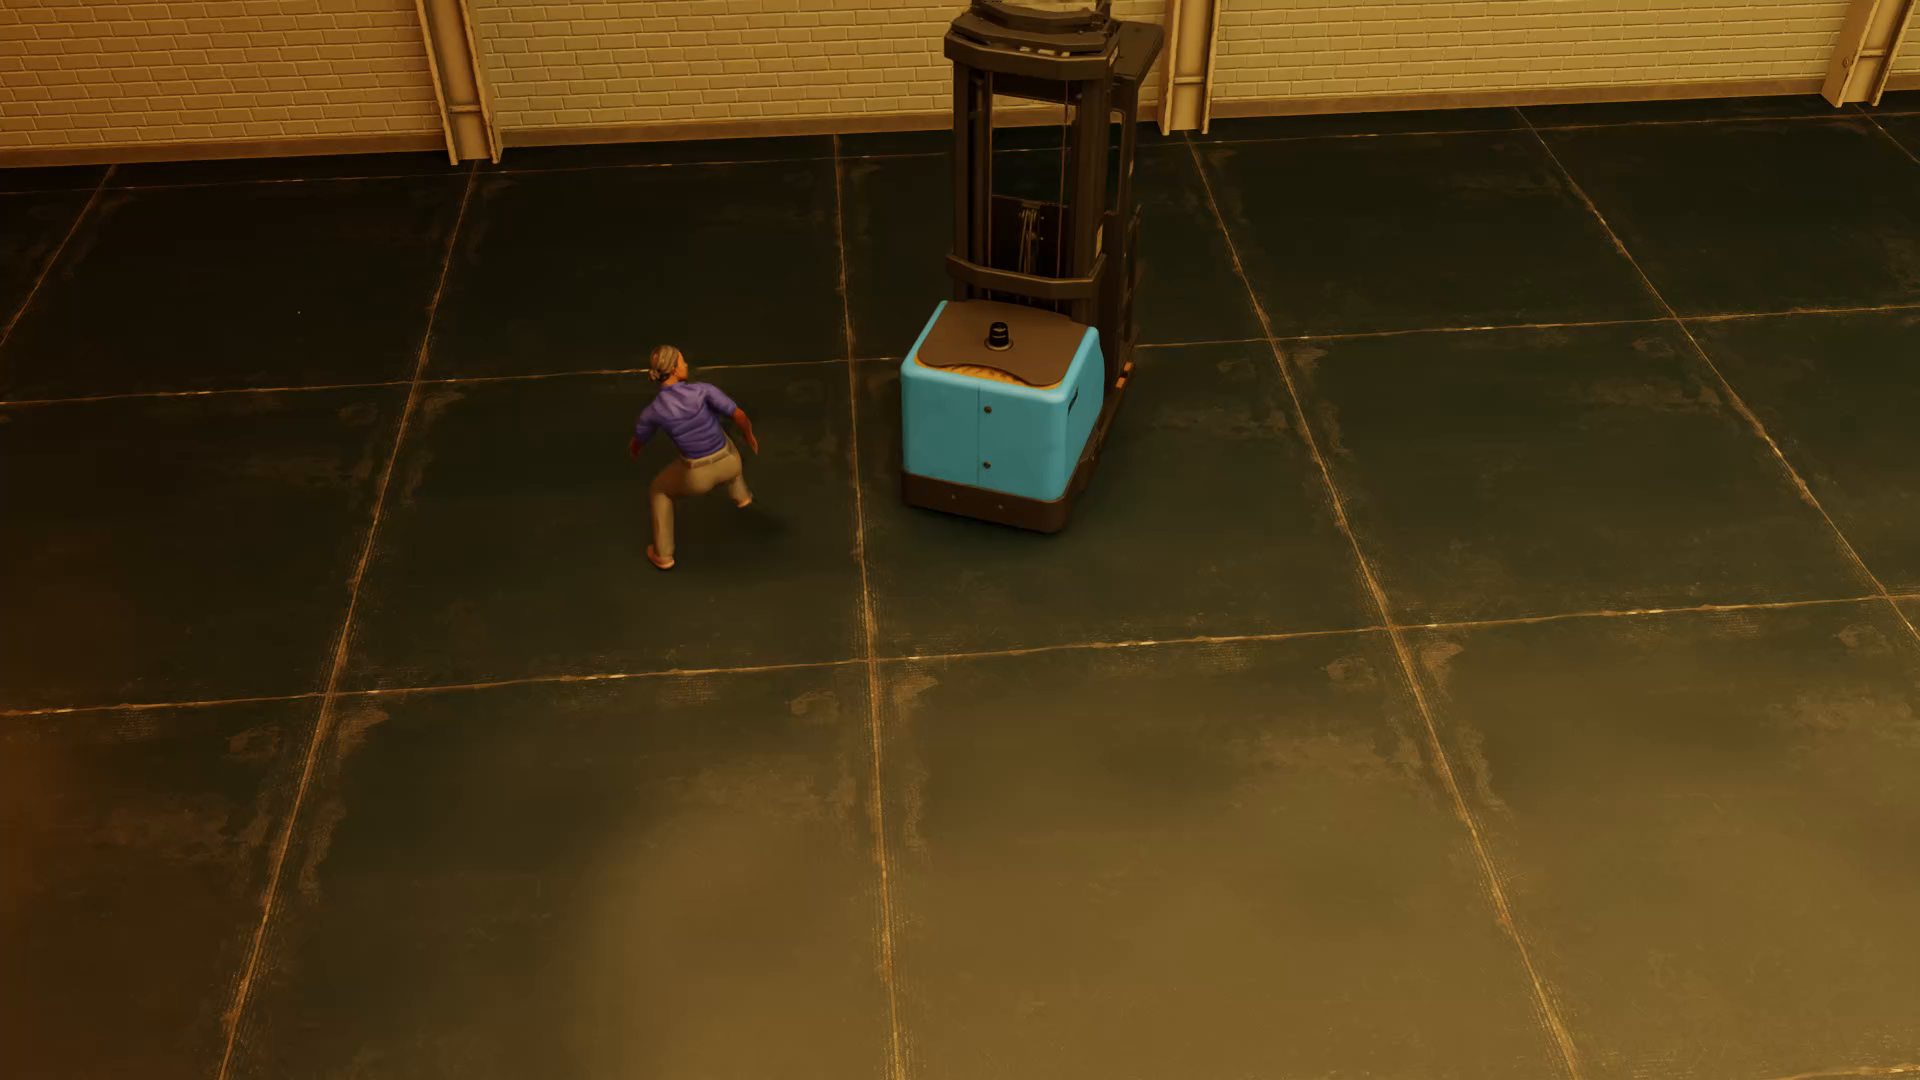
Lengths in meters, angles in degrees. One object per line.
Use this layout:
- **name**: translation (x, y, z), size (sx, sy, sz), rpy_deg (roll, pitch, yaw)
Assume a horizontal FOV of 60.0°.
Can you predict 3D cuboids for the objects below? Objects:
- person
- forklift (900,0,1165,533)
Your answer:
- **person**: translation (-1.575, -0.529, 9.773), size (0.743, 1.422, 0.617), rpy_deg (-16, 43, -18)
- **forklift**: translation (0.576, -2.127, 10.425), size (1.130, 2.935, 3.031), rpy_deg (12, 42, 14)
